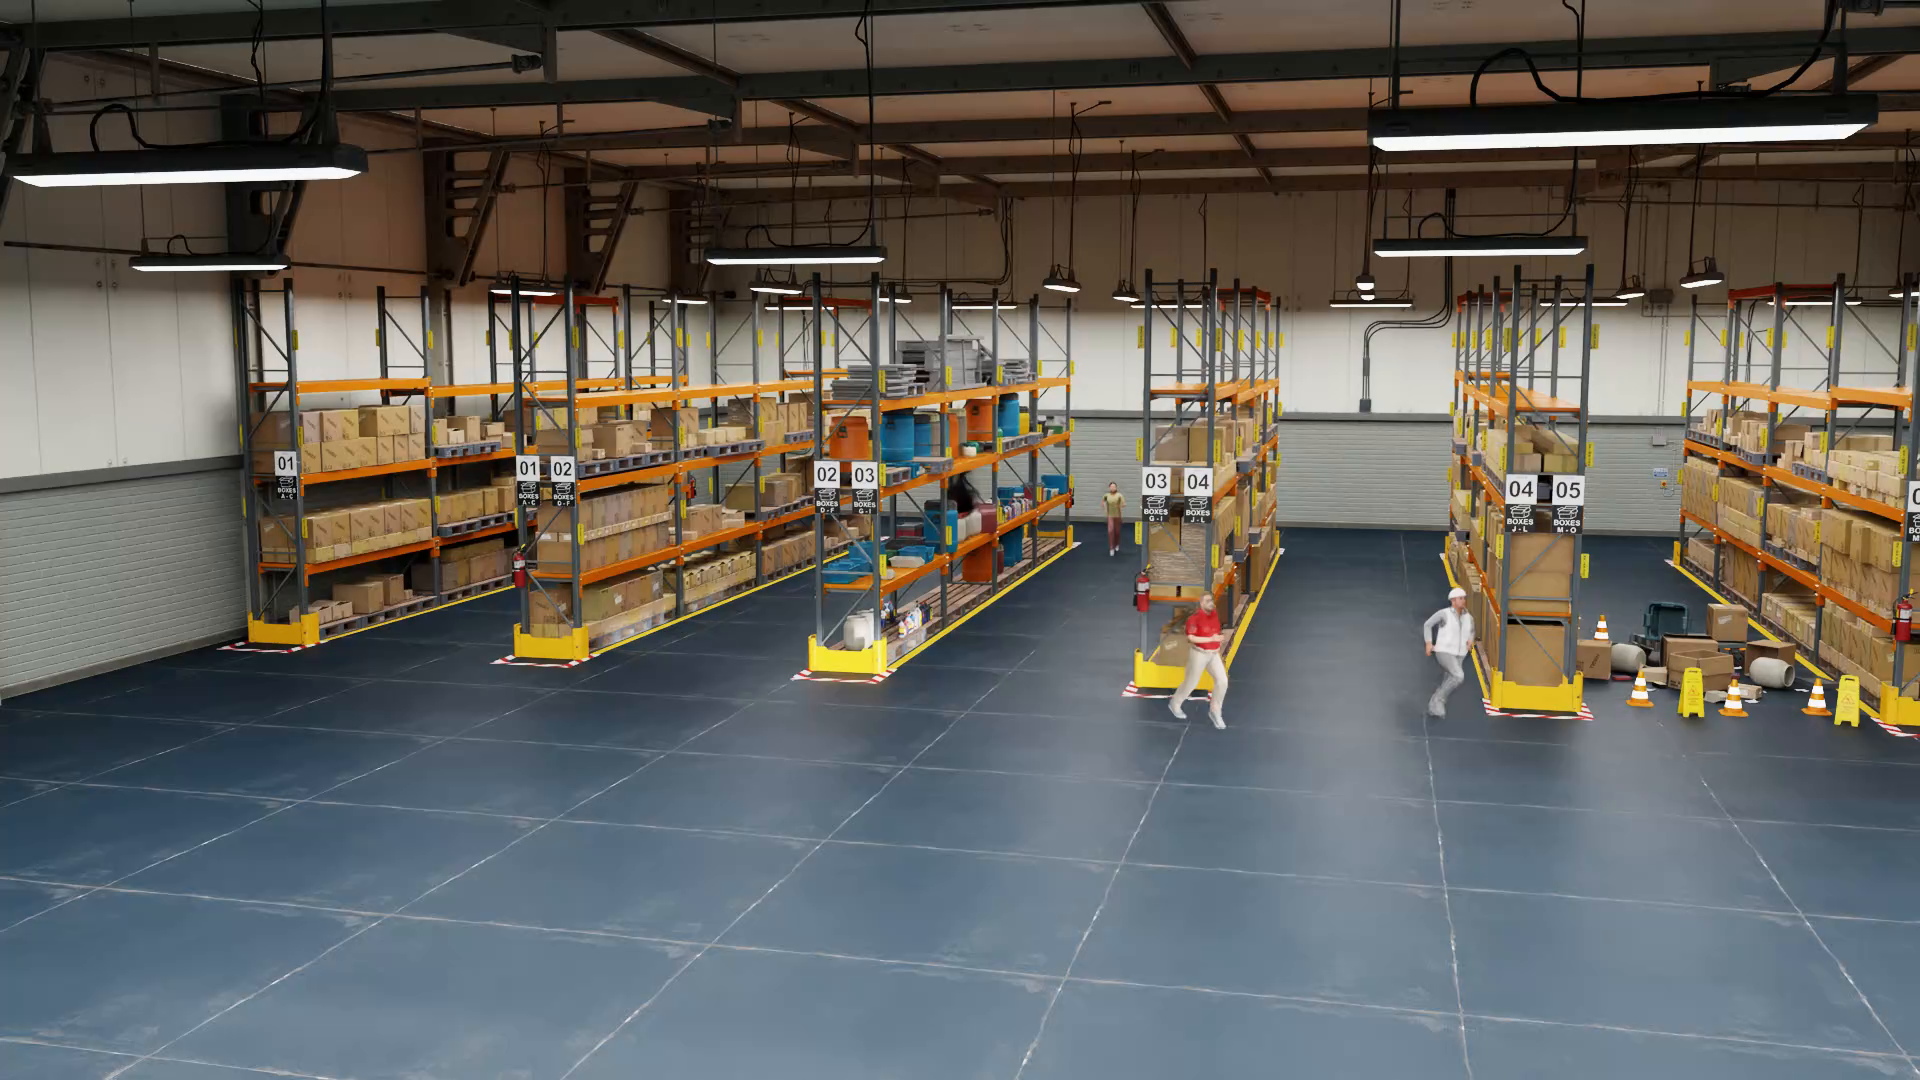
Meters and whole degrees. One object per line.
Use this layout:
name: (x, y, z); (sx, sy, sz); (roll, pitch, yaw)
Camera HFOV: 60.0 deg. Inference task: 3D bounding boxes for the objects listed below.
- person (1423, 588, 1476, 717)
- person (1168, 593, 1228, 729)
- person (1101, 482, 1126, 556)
person: (6.568, 1.502, 22.067); (0.651, 1.700, 0.640); (-3, 7, -21)
person: (3.167, 1.563, 21.719); (0.672, 1.788, 0.923); (-4, 8, -33)
person: (3.597, -0.517, 38.970); (0.581, 1.692, 0.824); (0, 7, 4)
